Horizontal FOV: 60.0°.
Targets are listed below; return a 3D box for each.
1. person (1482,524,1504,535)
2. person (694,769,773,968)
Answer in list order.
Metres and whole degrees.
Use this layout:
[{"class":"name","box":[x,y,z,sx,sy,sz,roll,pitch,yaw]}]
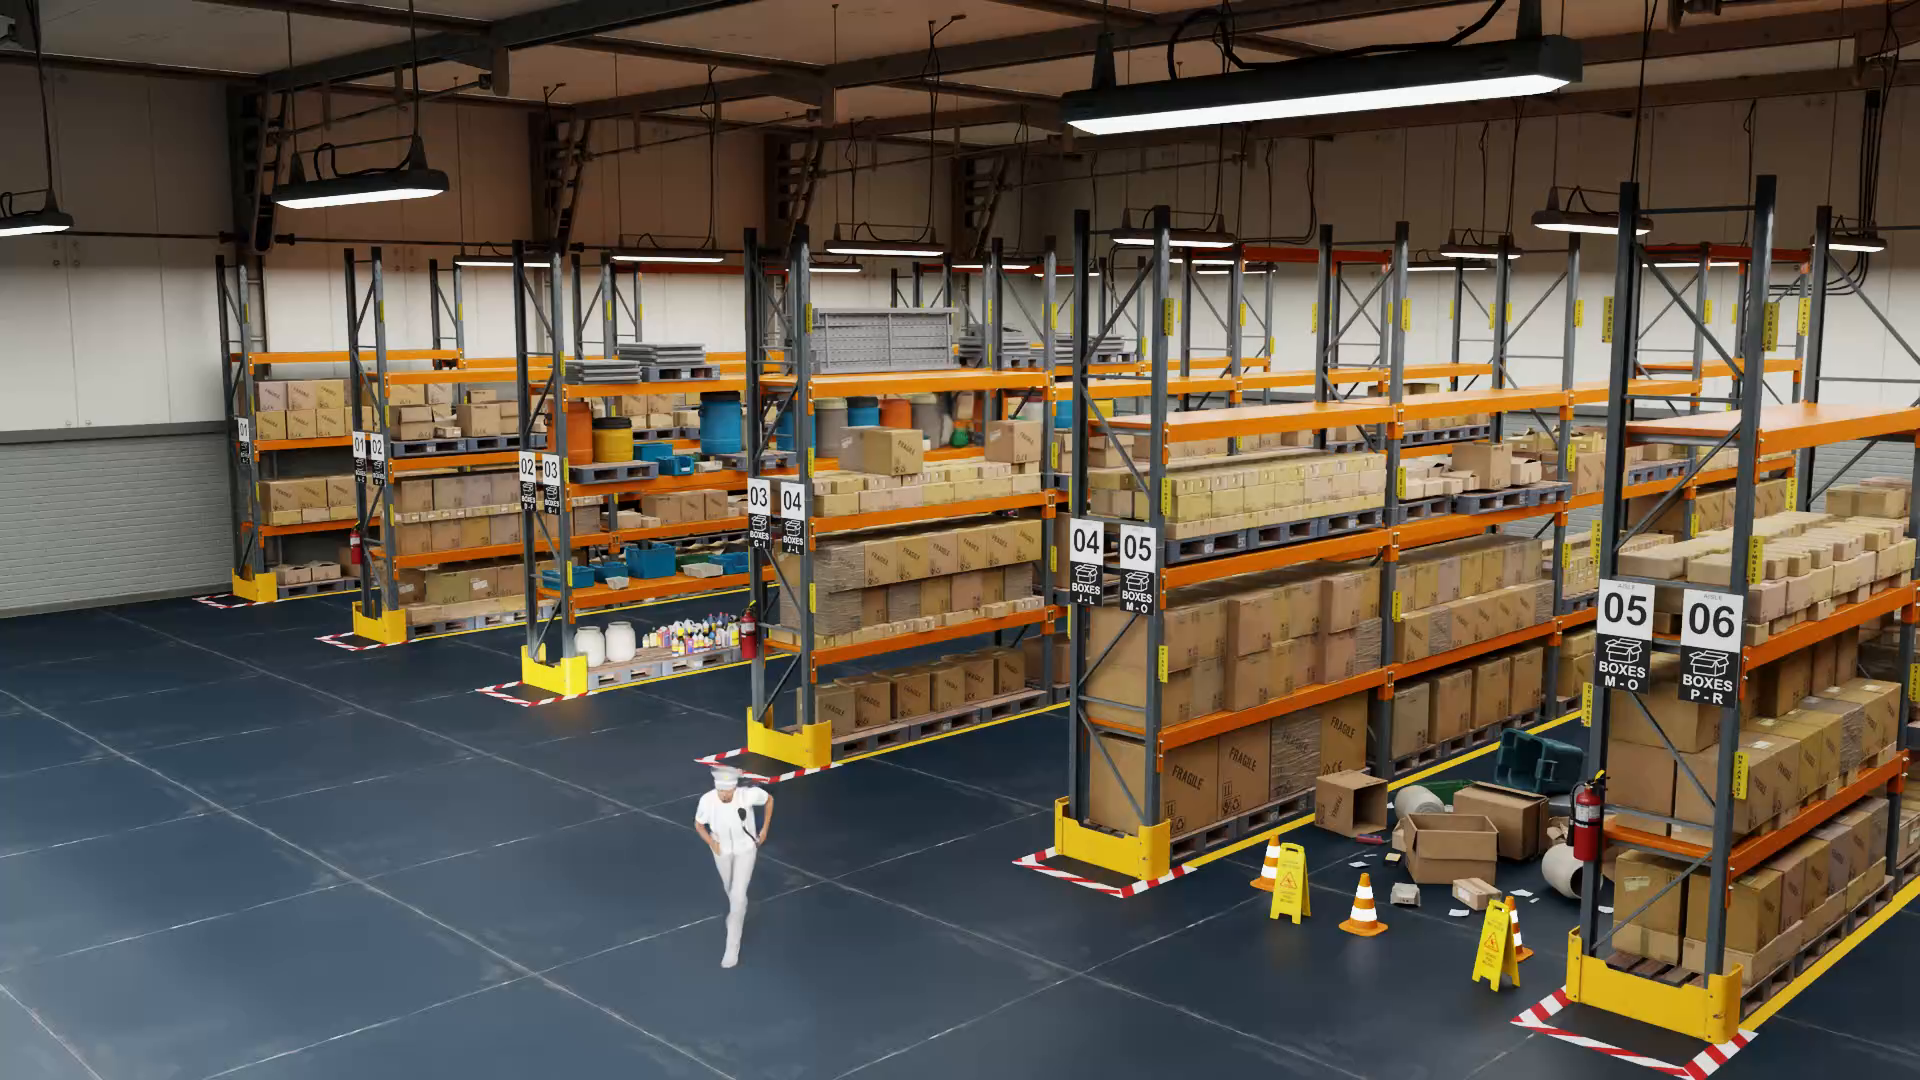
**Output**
[{"class":"person","box":[9.805,-0.101,31.217,0.712,1.744,0.719,-4,9,-26]},{"class":"person","box":[-1.803,2.531,13.389,0.618,1.625,0.986,0,8,-2]}]
